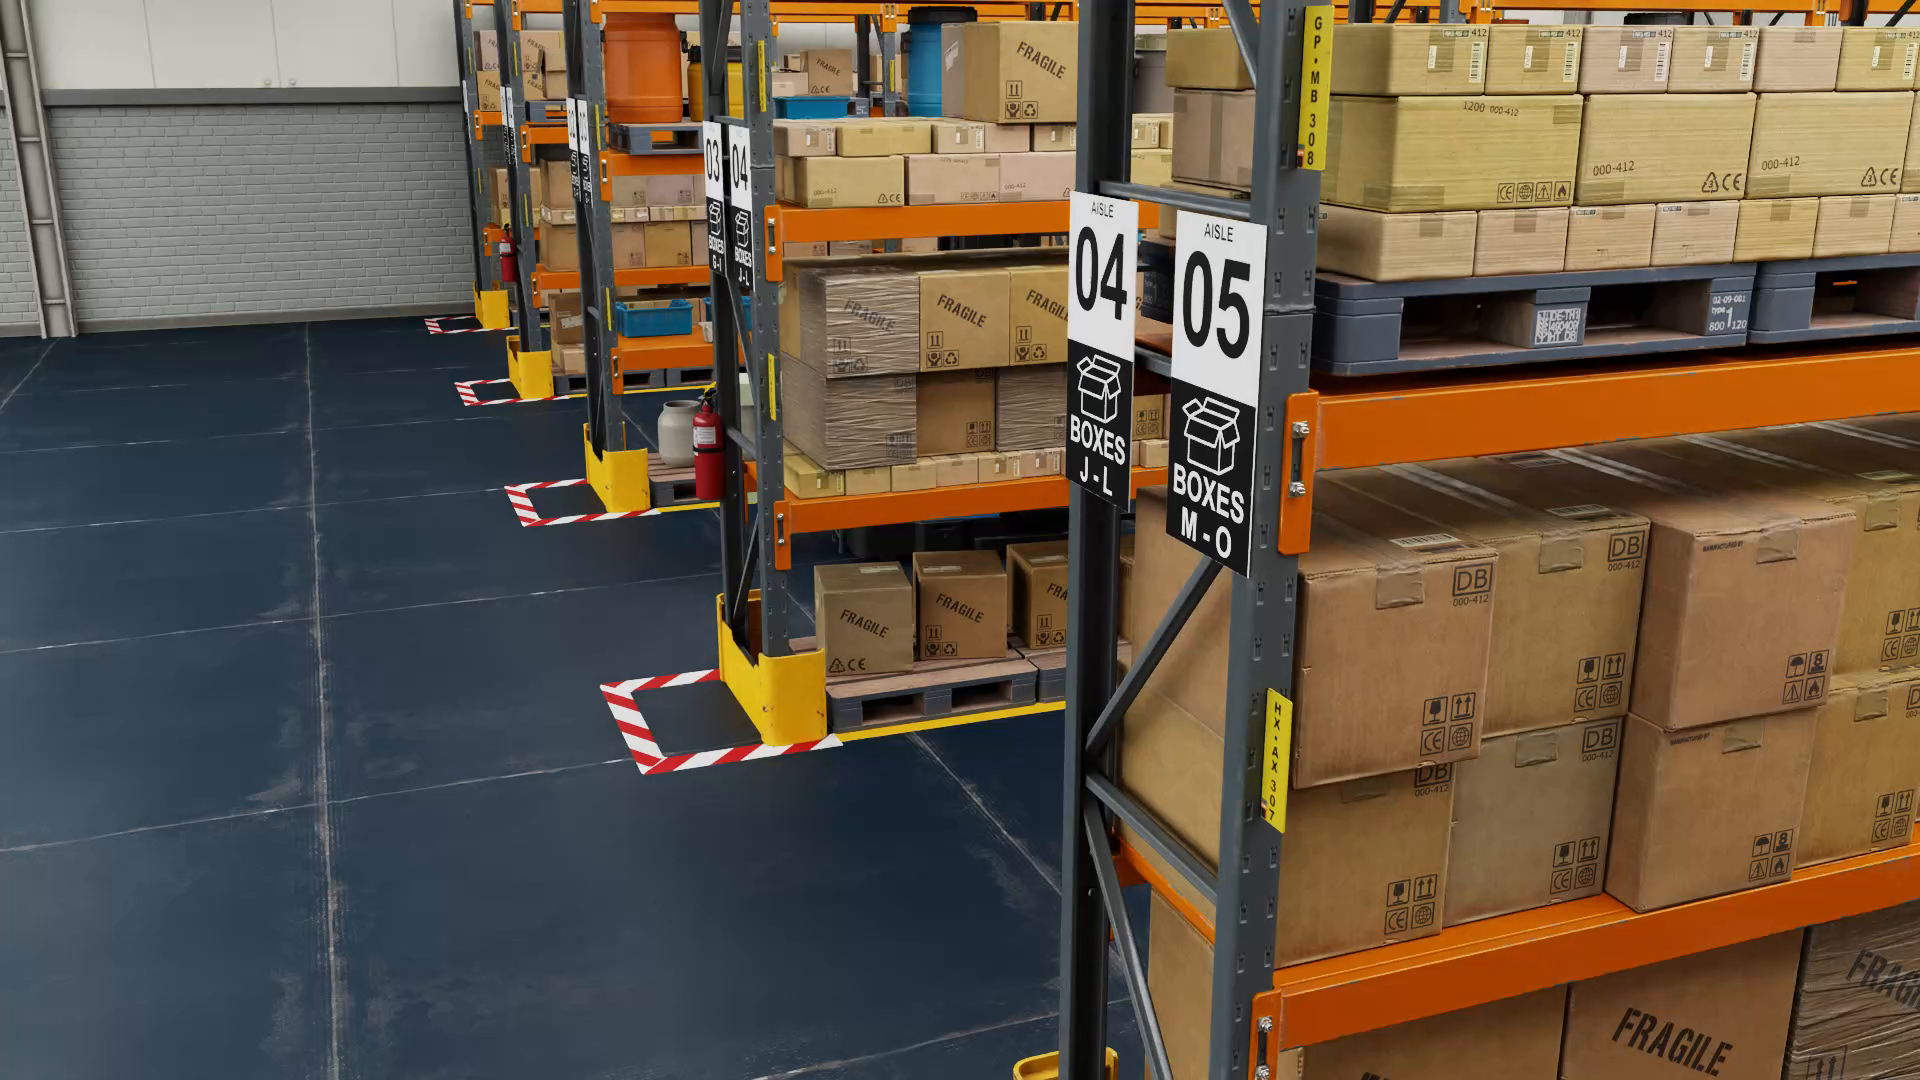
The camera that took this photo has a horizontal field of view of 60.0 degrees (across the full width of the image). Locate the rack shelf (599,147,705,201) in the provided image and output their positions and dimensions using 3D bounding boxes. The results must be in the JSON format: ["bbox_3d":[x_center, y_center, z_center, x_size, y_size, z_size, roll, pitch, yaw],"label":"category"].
[{"bbox_3d":[-1.045,-3.096,13.770,4.000,0.370,1.077,-6,17,-20],"label":"rack shelf"}]

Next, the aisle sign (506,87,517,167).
[{"bbox_3d":[-4.633,-4.264,17.180,0.004,0.787,0.394,-6,17,-20],"label":"aisle sign"}]

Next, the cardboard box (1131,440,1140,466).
[{"bbox_3d":[0.833,-0.528,9.519,0.250,0.149,0.380,-6,17,-20],"label":"cardboard box"}]

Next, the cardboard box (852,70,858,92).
[{"bbox_3d":[-1.608,-6.504,23.512,0.500,0.311,0.500,-6,17,-18],"label":"cardboard box"}]

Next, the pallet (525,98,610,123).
[{"bbox_3d":[-4.012,-4.565,17.653,1.213,0.211,1.003,-6,17,-20],"label":"pallet"}]

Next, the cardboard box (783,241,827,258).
[{"bbox_3d":[-1.849,-3.454,18.858,0.500,0.500,0.700,-6,18,-21],"label":"cardboard box"}]

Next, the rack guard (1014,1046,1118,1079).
[{"bbox_3d":[0.518,2.020,4.832,0.348,0.500,1.175,-6,17,-20],"label":"rack guard"}]

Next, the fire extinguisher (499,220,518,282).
[{"bbox_3d":[-4.958,-3.177,18.230,0.183,0.674,0.296,-6,17,-20],"label":"fire extinguisher"}]

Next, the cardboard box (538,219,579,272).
[{"bbox_3d":[-4.241,-3.195,17.978,0.500,0.500,0.700,-6,17,-20],"label":"cardboard box"}]

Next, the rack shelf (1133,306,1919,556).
[{"bbox_3d":[2.408,-0.477,4.853,4.000,0.370,1.077,-6,17,-20],"label":"rack shelf"}]

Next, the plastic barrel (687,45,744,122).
[{"bbox_3d":[-1.893,-3.679,13.401,0.600,0.588,0.600,0,16,0],"label":"plastic barrel"}]

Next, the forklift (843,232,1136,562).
[{"bbox_3d":[0.612,-1.446,12.320,3.031,2.935,1.130,-4,17,-12],"label":"forklift"}]

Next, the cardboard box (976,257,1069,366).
[{"bbox_3d":[0.407,-1.250,9.053,0.500,0.500,0.500,-6,17,-20],"label":"cardboard box"}]

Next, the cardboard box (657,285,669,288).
[{"bbox_3d":[-4.223,-3.497,23.462,0.250,0.149,0.380,-8,18,-25],"label":"cardboard box"}]

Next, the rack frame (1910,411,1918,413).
[{"bbox_3d":[6.330,-1.303,11.713,0.127,3.000,1.000,-6,17,-20],"label":"rack frame"}]

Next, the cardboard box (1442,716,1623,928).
[{"bbox_3d":[1.376,0.636,4.843,0.550,0.550,0.875,-6,17,-20],"label":"cardboard box"}]

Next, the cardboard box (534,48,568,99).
[{"bbox_3d":[-4.143,-4.918,17.521,0.637,0.503,0.797,-5,17,-16],"label":"cardboard box"}]

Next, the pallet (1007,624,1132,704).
[{"bbox_3d":[0.839,0.639,10.048,1.213,0.211,1.003,-6,17,-20],"label":"pallet"}]

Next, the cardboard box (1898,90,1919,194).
[{"bbox_3d":[2.496,-1.075,4.428,0.500,0.250,0.500,-6,17,-20],"label":"cardboard box"}]

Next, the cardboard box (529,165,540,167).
[{"bbox_3d":[-5.620,-4.856,22.709,0.500,0.500,0.500,-6,17,-19],"label":"cardboard box"}]

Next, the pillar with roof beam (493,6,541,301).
[{"bbox_3d":[-4.573,-6.451,18.593,0.400,9.000,9.100,-6,17,-20],"label":"pillar with roof beam"}]

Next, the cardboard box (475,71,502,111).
[{"bbox_3d":[-6.056,-5.871,21.732,0.500,0.500,0.500,-6,17,-19],"label":"cardboard box"}]

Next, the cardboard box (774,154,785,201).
[{"bbox_3d":[-0.781,-1.980,8.958,0.500,0.250,0.500,-6,17,-19],"label":"cardboard box"}]

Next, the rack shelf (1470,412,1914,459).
[{"bbox_3d":[4.462,-0.757,11.128,4.000,0.370,1.077,-6,17,-20],"label":"rack shelf"}]

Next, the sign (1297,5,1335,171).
[{"bbox_3d":[0.733,-0.932,3.432,0.005,0.325,0.100,-6,17,-20],"label":"sign"}]

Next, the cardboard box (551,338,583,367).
[{"bbox_3d":[-4.286,-2.118,18.621,0.500,0.250,0.500,-6,17,-20],"label":"cardboard box"}]

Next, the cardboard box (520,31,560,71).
[{"bbox_3d":[-5.524,-6.395,21.742,0.500,0.500,0.500,-6,18,-21],"label":"cardboard box"}]

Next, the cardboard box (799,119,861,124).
[{"bbox_3d":[-0.708,-2.161,8.868,0.250,0.149,0.380,-7,18,-22],"label":"cardboard box"}]

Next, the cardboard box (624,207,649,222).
[{"bbox_3d":[-3.523,-3.523,17.942,0.250,0.149,0.380,-6,18,-21],"label":"cardboard box"}]

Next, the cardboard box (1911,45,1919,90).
[{"bbox_3d":[2.392,-1.236,4.268,0.250,0.149,0.380,-6,17,-19],"label":"cardboard box"}]

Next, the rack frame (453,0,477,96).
[{"bbox_3d":[-6.458,-7.285,21.435,0.127,3.000,1.000,-6,17,-20],"label":"rack frame"}]

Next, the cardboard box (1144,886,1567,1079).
[{"bbox_3d":[1.150,1.551,5.020,0.875,0.875,0.875,-6,17,-20],"label":"cardboard box"}]

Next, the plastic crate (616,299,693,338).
[{"bbox_3d":[-2.552,-1.858,13.865,0.616,0.251,0.499,-6,17,-20],"label":"plastic crate"}]

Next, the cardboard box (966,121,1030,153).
[{"bbox_3d":[0.176,-2.113,8.705,0.250,0.149,0.380,-6,17,-20],"label":"cardboard box"}]

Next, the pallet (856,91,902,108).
[{"bbox_3d":[-1.140,-6.299,23.733,1.003,0.211,1.213,-6,17,-20],"label":"pallet"}]

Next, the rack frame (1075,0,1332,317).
[{"bbox_3d":[0.540,-2.060,3.643,0.127,3.000,1.000,-6,17,-20],"label":"rack frame"}]

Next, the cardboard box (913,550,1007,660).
[{"bbox_3d":[-0.005,0.373,9.695,0.500,0.500,0.500,-2,16,-6],"label":"cardboard box"}]

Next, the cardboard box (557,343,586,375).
[{"bbox_3d":[-4.101,-1.981,18.156,0.500,0.250,0.500,-6,17,-20],"label":"cardboard box"}]

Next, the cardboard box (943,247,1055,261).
[{"bbox_3d":[0.218,-1.389,9.526,0.500,0.500,0.500,-6,17,-20],"label":"cardboard box"}]

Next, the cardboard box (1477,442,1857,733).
[{"bbox_3d":[1.953,0.101,4.749,0.550,0.550,0.875,-6,17,-20],"label":"cardboard box"}]

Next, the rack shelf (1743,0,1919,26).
[{"bbox_3d":[10.161,-5.553,17.523,4.000,0.370,1.077,-6,17,-20],"label":"rack shelf"}]

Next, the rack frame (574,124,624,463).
[{"bbox_3d":[-2.913,-1.800,13.404,0.127,3.000,1.000,-6,17,-20],"label":"rack frame"}]

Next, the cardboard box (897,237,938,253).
[{"bbox_3d":[-0.502,-3.496,19.446,0.500,0.250,0.500,-5,17,-17],"label":"cardboard box"}]

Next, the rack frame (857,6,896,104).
[{"bbox_3d":[-0.946,-6.385,18.371,0.127,3.000,1.000,-6,17,-20],"label":"rack frame"}]

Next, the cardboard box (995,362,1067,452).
[{"bbox_3d":[0.289,-0.857,9.487,0.500,0.500,0.875,-6,17,-20],"label":"cardboard box"}]

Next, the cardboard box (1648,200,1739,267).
[{"bbox_3d":[1.683,-0.777,4.119,0.250,0.149,0.380,-6,17,-20],"label":"cardboard box"}]

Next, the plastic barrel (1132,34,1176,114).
[{"bbox_3d":[1.831,-4.057,14.878,0.600,0.901,0.600,0,16,0],"label":"plastic barrel"}]

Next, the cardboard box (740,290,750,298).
[{"bbox_3d":[-2.238,-2.546,18.748,0.500,0.500,0.500,-6,17,-20],"label":"cardboard box"}]

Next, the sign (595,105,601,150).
[{"bbox_3d":[-2.720,-3.098,12.486,0.005,0.325,0.100,-6,17,-20],"label":"sign"}]

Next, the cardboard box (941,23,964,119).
[{"bbox_3d":[0.217,-2.589,9.176,0.500,0.500,0.500,-6,17,-20],"label":"cardboard box"}]

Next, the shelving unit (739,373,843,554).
[{"bbox_3d":[-1.274,-0.652,12.158,0.755,1.500,0.431,-4,17,-12],"label":"shelving unit"}]

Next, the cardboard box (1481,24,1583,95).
[{"bbox_3d":[1.200,-1.107,3.830,0.250,0.149,0.380,-6,17,-20],"label":"cardboard box"}]

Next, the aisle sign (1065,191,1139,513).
[{"bbox_3d":[0.367,-0.501,4.366,0.004,0.787,0.394,-6,17,-20],"label":"aisle sign"}]

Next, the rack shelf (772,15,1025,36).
[{"bbox_3d":[-0.855,-7.353,23.653,4.000,0.370,1.077,-6,17,-20],"label":"rack shelf"}]

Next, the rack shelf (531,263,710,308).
[{"bbox_3d":[-2.814,-2.960,18.631,4.000,0.370,1.077,-6,17,-20],"label":"rack shelf"}]

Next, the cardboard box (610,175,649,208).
[{"bbox_3d":[-3.702,-3.878,17.999,0.500,0.500,0.700,-7,18,-22],"label":"cardboard box"}]

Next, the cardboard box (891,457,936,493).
[{"bbox_3d":[-0.310,-0.384,9.027,0.250,0.149,0.380,-6,17,-20],"label":"cardboard box"}]

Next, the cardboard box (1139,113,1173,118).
[{"bbox_3d":[1.202,-2.401,9.684,0.250,0.149,0.380,-7,18,-21],"label":"cardboard box"}]

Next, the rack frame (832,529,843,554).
[{"bbox_3d":[-0.918,-0.675,12.236,0.023,1.500,0.400,-4,17,-12],"label":"rack frame"}]
